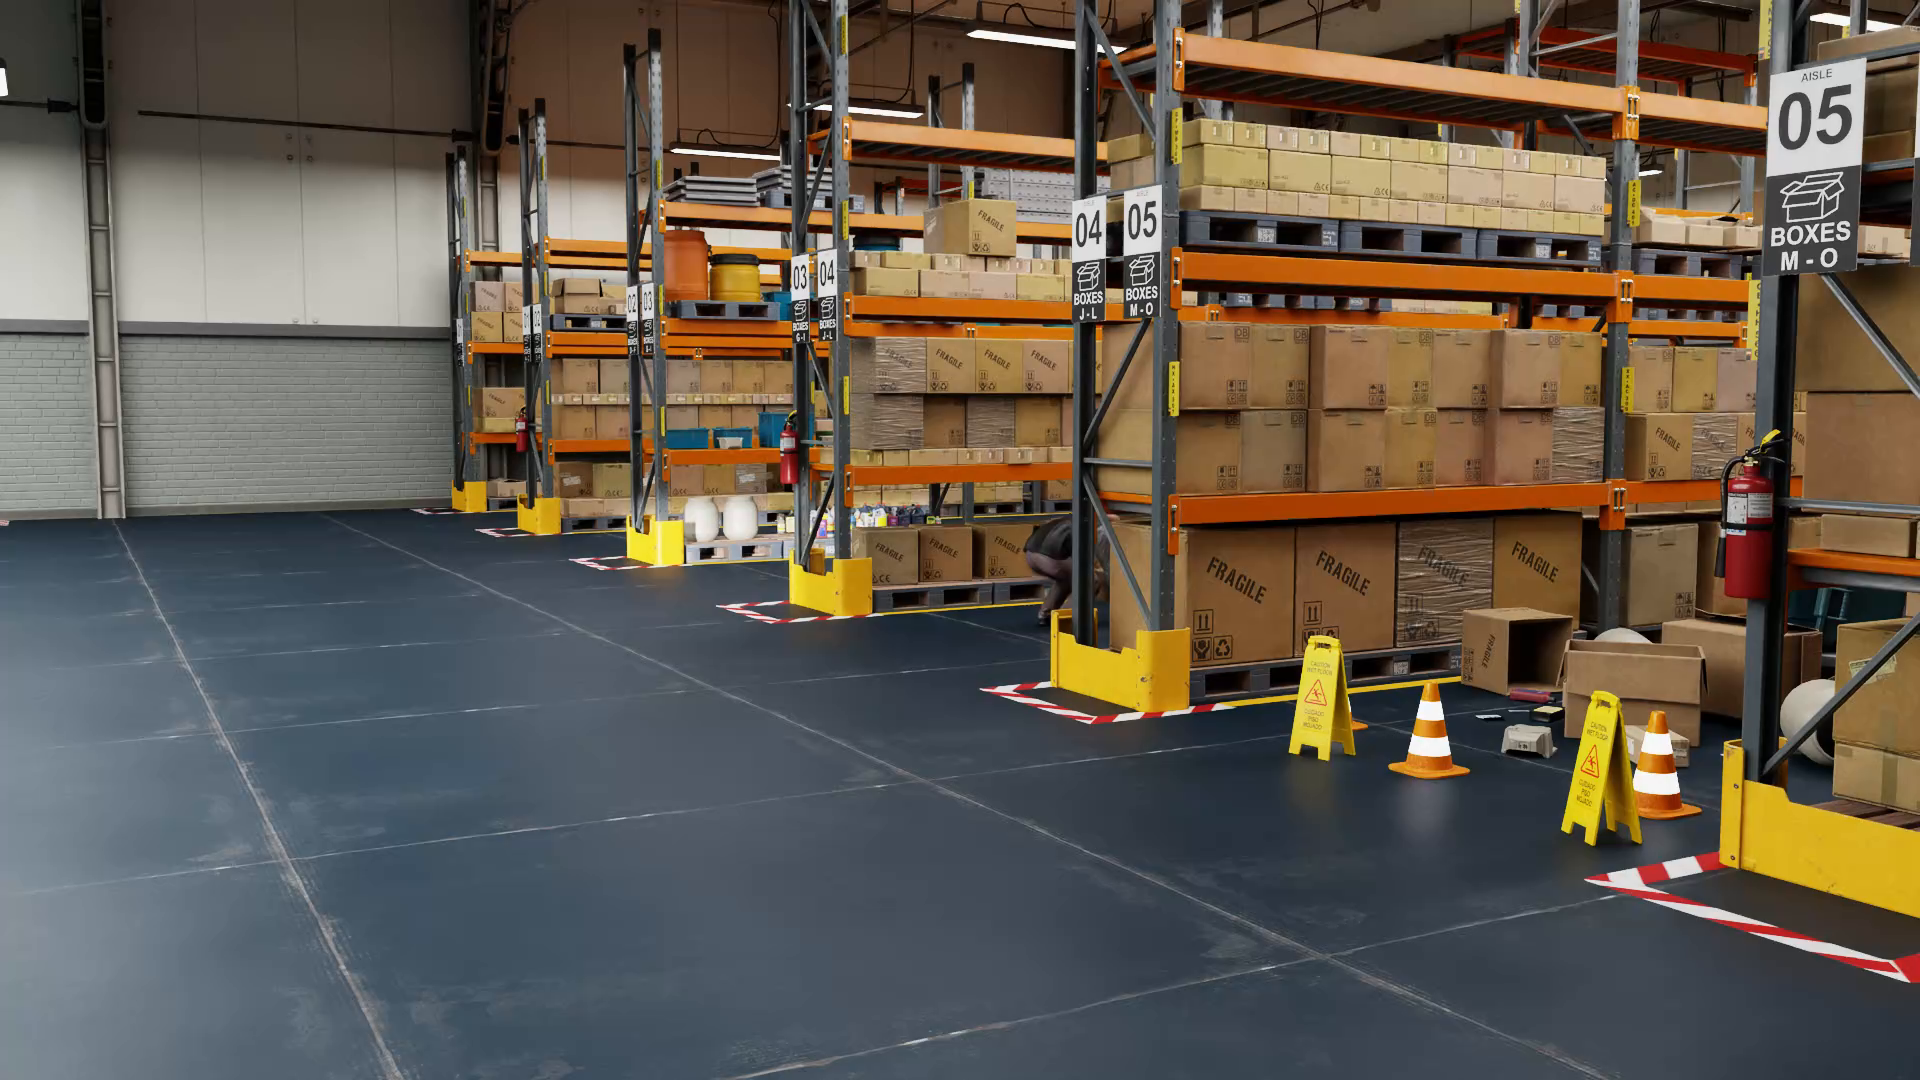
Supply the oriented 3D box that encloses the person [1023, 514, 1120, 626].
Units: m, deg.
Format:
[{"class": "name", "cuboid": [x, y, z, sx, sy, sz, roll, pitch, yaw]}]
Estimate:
[{"class": "person", "cuboid": [0.973, 0.250, 13.987, 0.923, 0.952, 0.518, -3, 6, -31]}]
